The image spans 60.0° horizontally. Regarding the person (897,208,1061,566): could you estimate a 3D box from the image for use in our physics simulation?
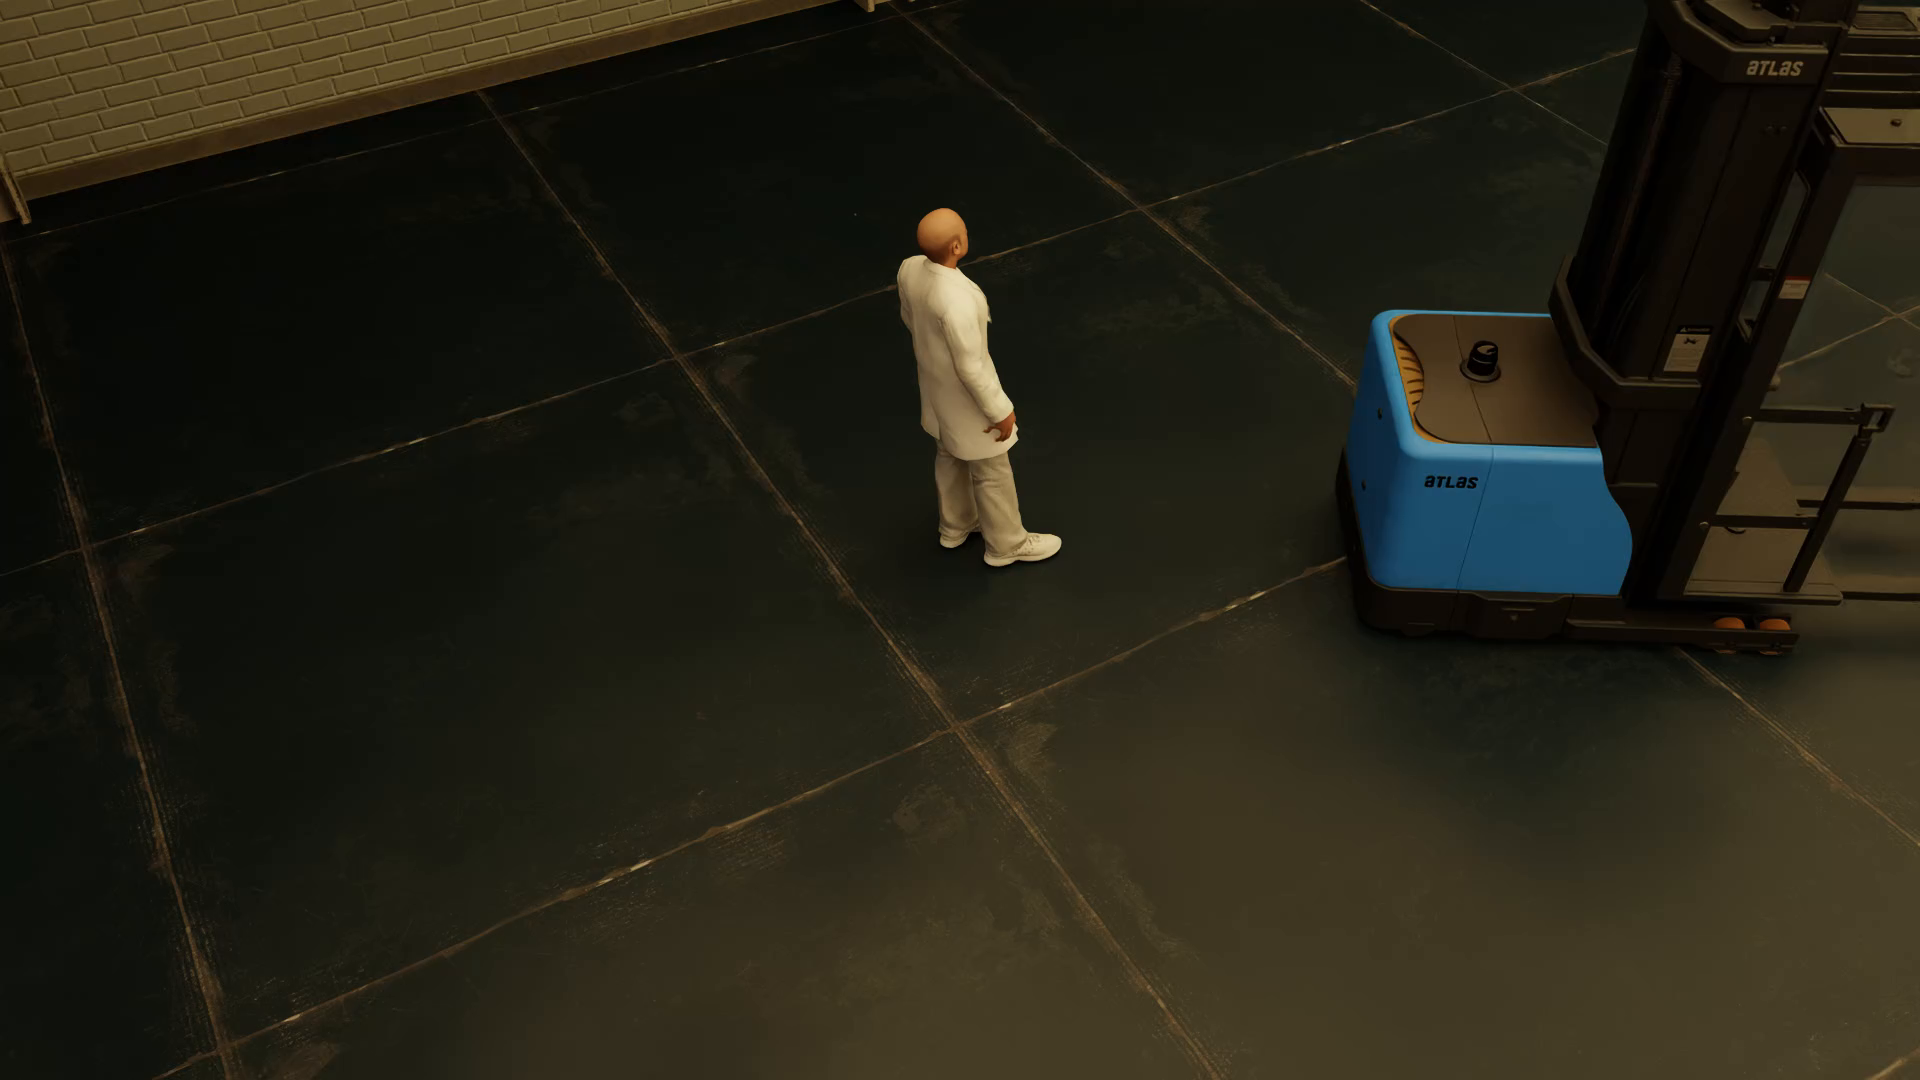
[{"bbox_3d":[0.081,-0.686,7.275,0.578,1.777,0.698,-21,47,-21],"label":"person"}]

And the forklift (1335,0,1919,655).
[{"bbox_3d":[3.303,-0.942,6.714,3.031,2.935,1.130,2,43,2],"label":"forklift"}]
